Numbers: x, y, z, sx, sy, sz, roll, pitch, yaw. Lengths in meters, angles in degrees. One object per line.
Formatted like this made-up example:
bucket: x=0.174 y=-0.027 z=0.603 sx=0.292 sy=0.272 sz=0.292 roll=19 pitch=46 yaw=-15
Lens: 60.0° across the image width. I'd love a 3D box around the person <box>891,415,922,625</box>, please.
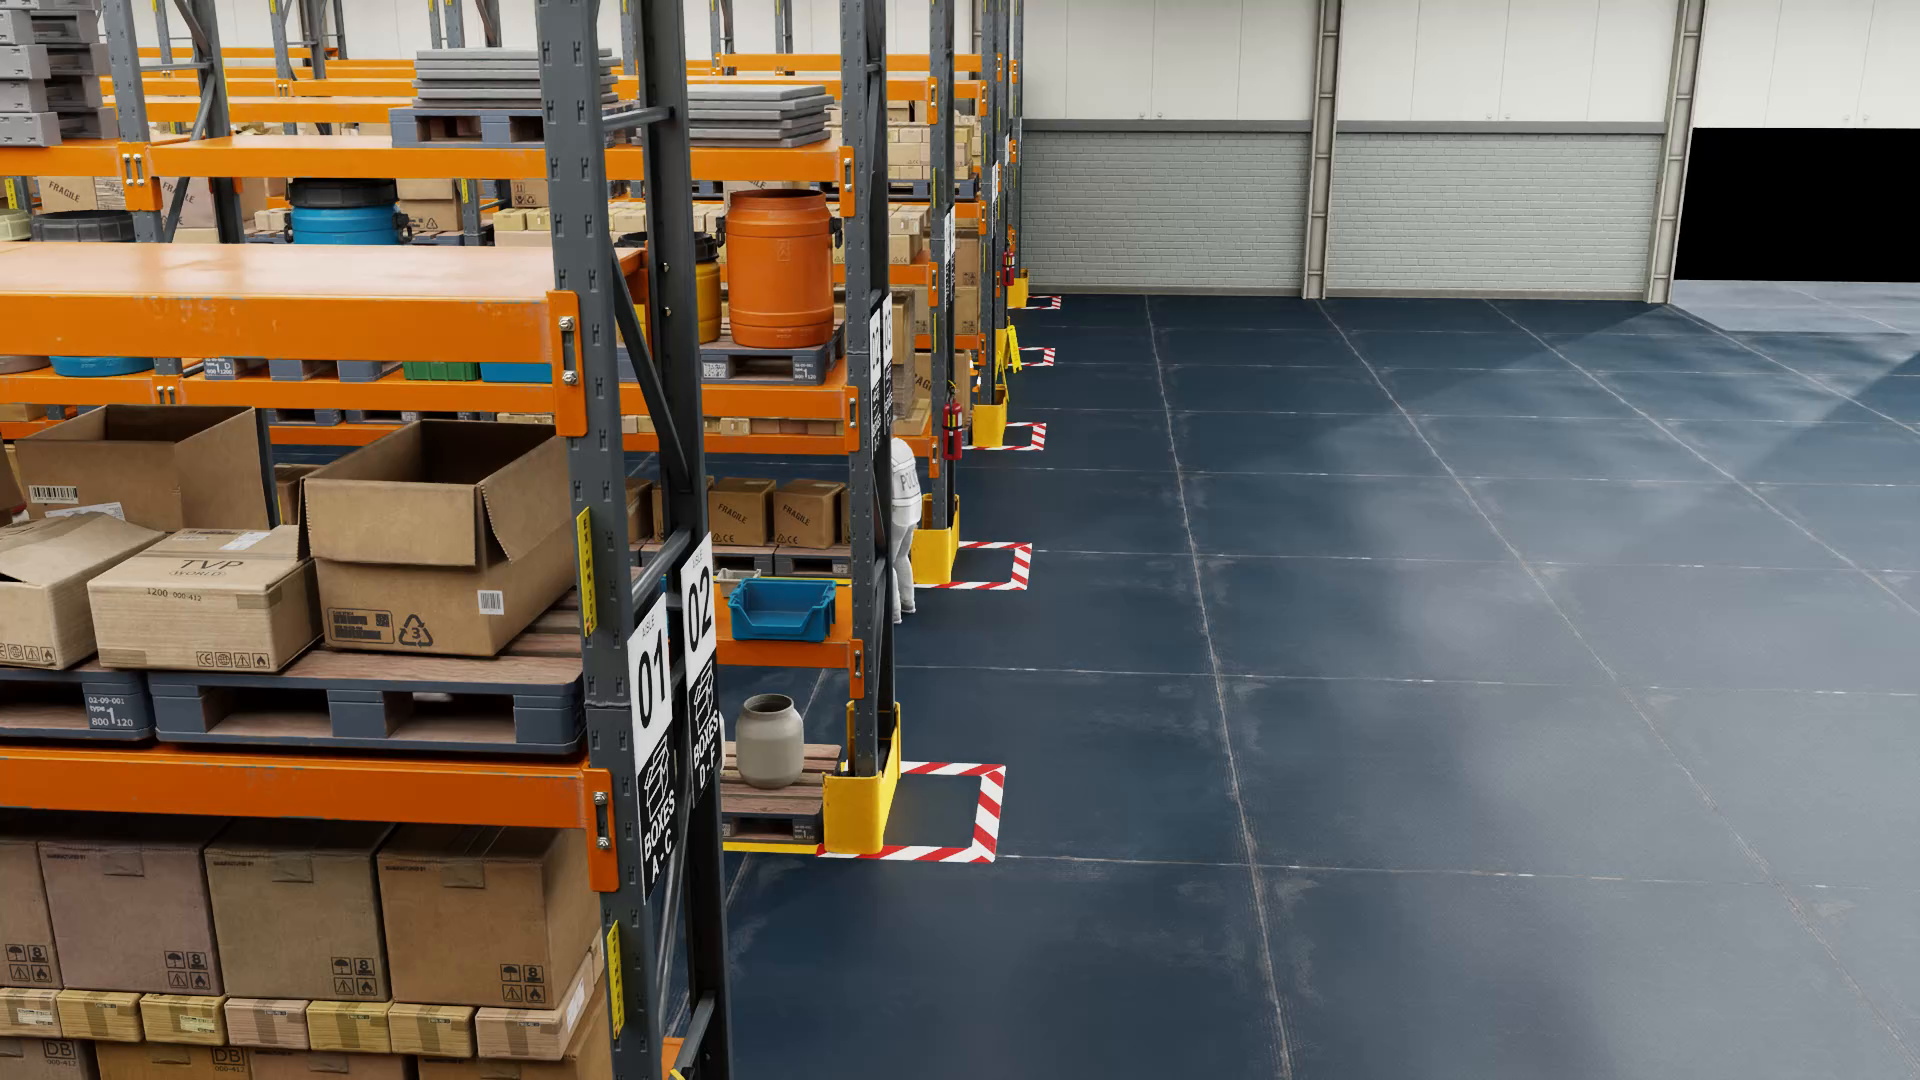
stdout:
person: x=-0.551 y=-0.182 z=13.615 sx=0.436 sy=1.748 sz=0.586 roll=8 pitch=19 yaw=24
